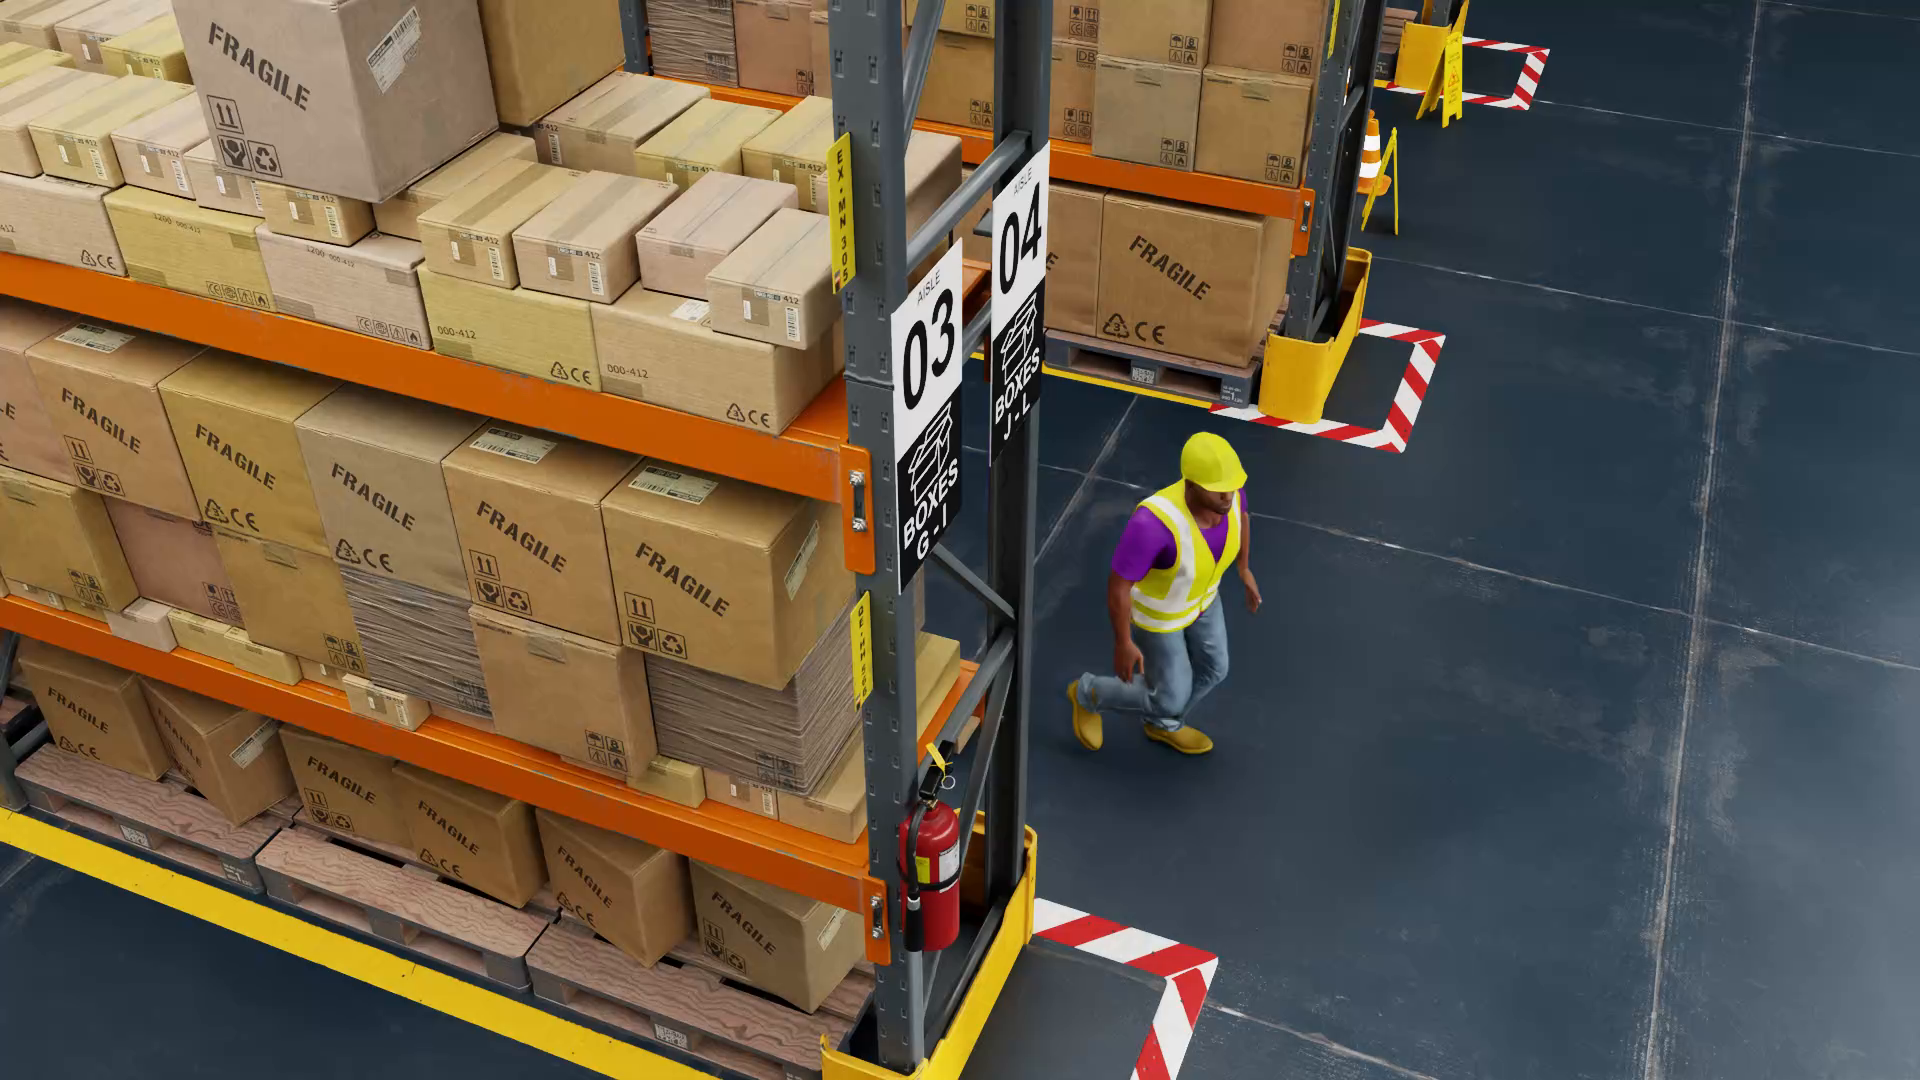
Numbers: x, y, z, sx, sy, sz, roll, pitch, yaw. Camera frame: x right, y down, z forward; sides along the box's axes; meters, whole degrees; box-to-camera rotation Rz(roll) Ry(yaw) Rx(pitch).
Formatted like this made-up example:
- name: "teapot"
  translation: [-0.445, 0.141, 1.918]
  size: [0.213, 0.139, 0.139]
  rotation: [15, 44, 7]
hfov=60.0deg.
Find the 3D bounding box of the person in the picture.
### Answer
- name: "person"
  translation: [0.790, 0.223, 6.556]
  size: [0.689, 1.690, 0.743]
  rotation: [28, 46, 32]
